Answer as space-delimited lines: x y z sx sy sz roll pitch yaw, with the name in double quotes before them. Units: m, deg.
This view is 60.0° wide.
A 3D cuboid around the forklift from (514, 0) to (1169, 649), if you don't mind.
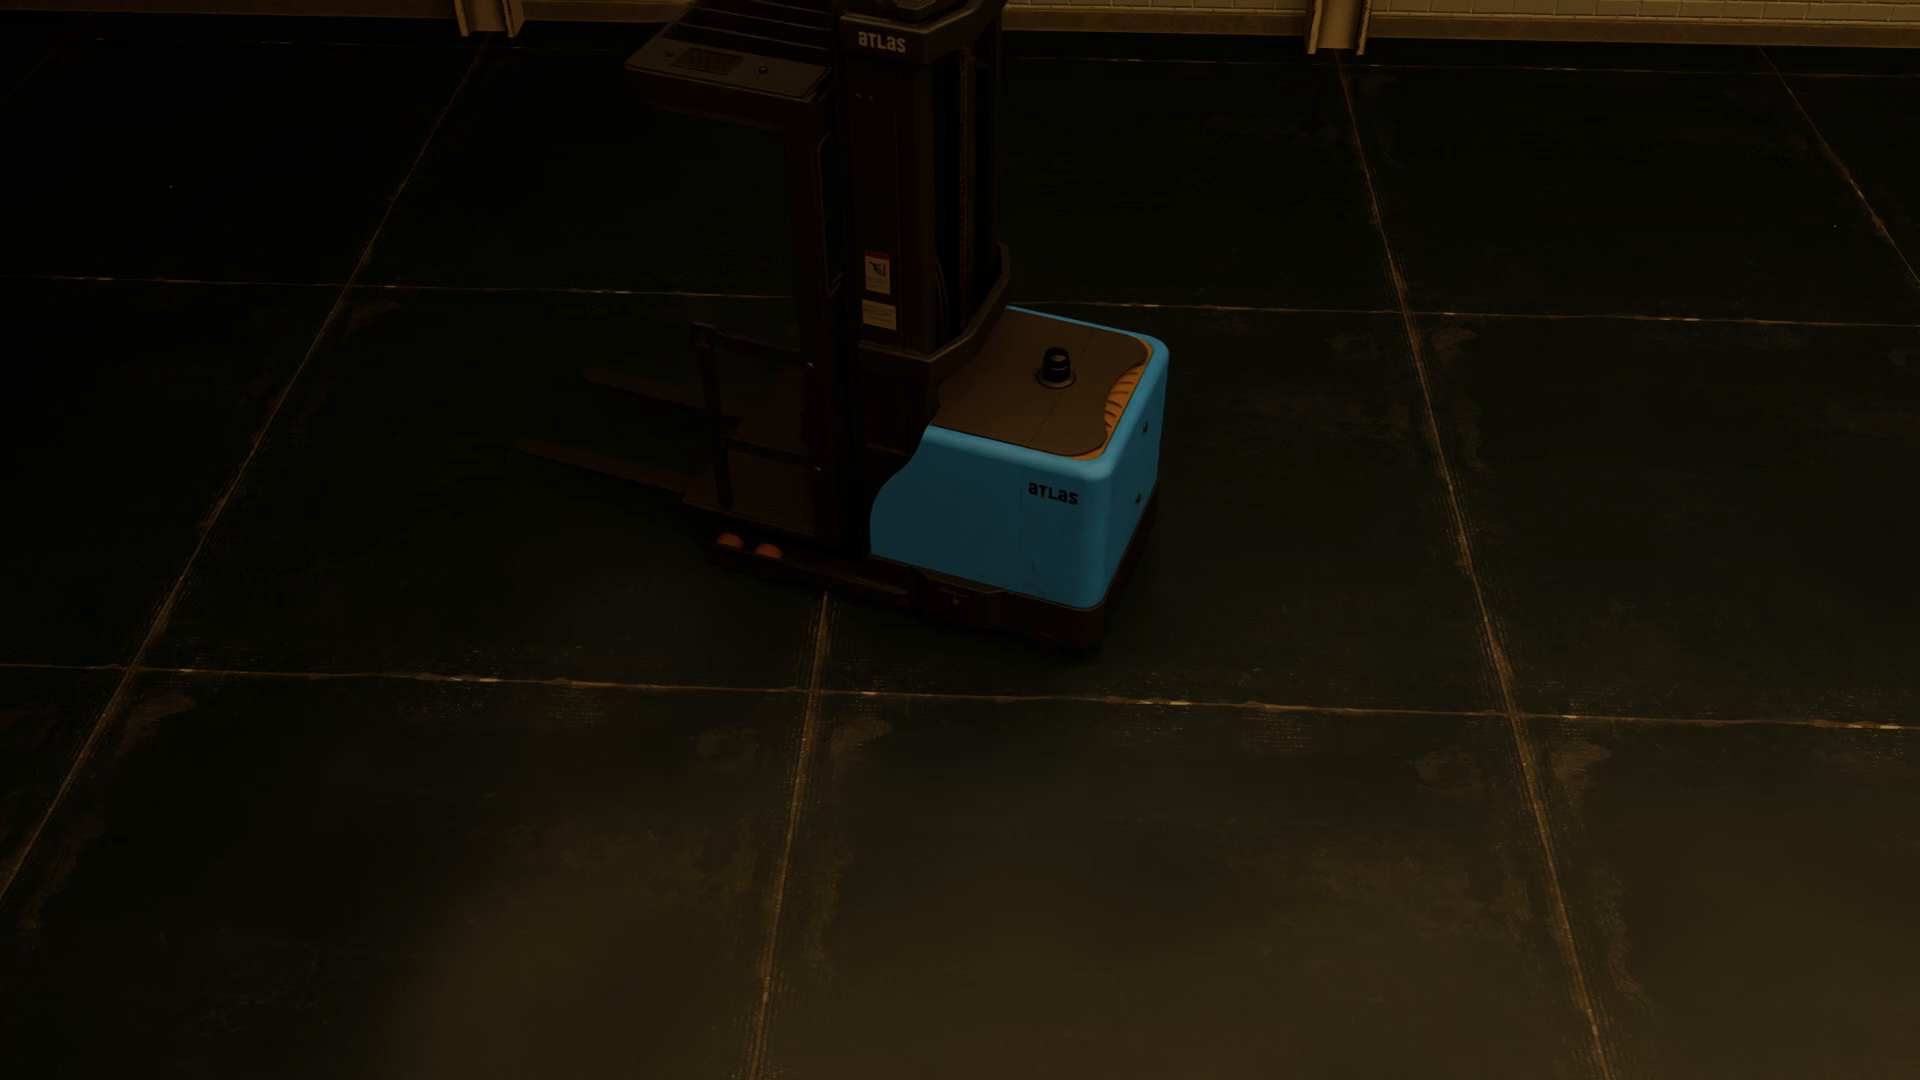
"forklift" -0.639 -1.221 7.080 3.031 2.935 1.130 14 44 15
